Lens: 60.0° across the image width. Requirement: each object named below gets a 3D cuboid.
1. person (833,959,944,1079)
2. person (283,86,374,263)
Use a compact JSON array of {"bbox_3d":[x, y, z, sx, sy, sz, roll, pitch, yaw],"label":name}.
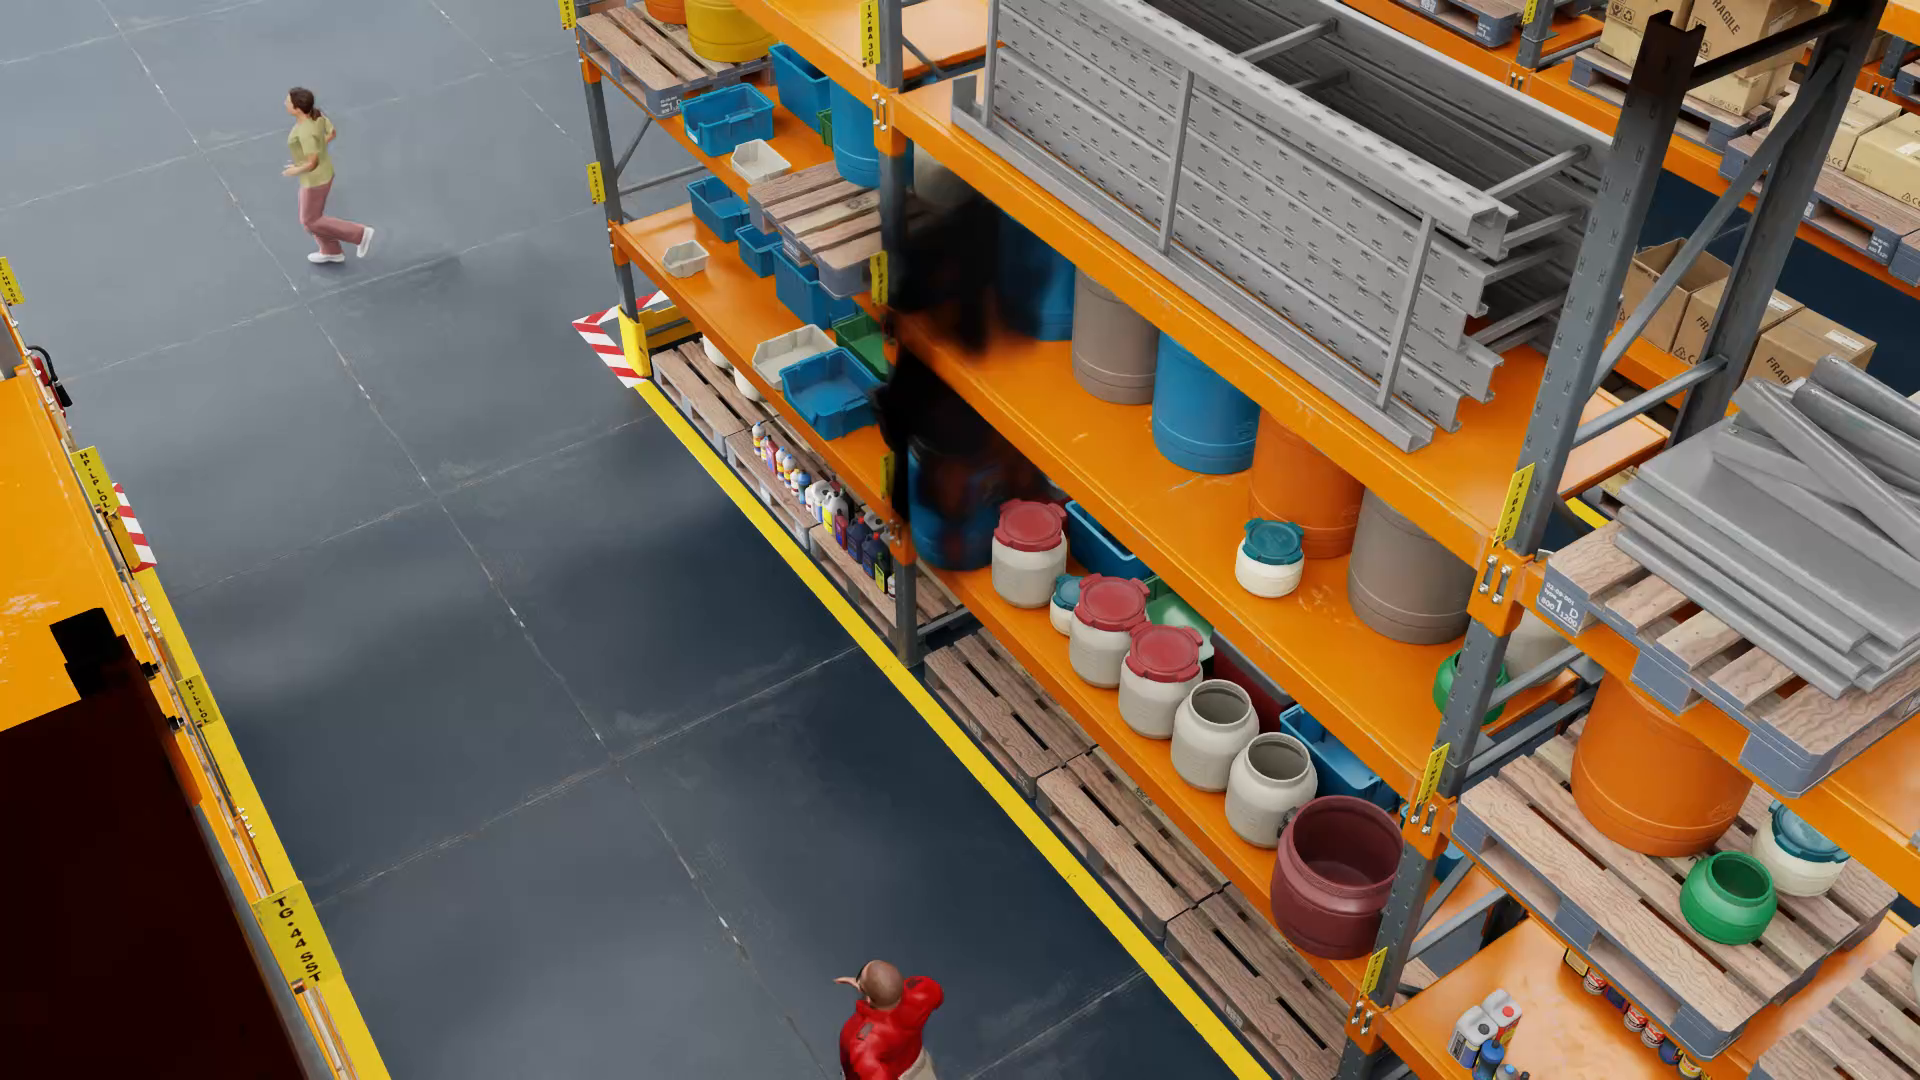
[{"bbox_3d":[-0.292,2.450,7.435,0.664,1.807,0.813,-32,51,-30],"label":"person"},{"bbox_3d":[-5.304,-3.024,13.846,0.646,1.621,0.581,-1,43,-1],"label":"person"}]
